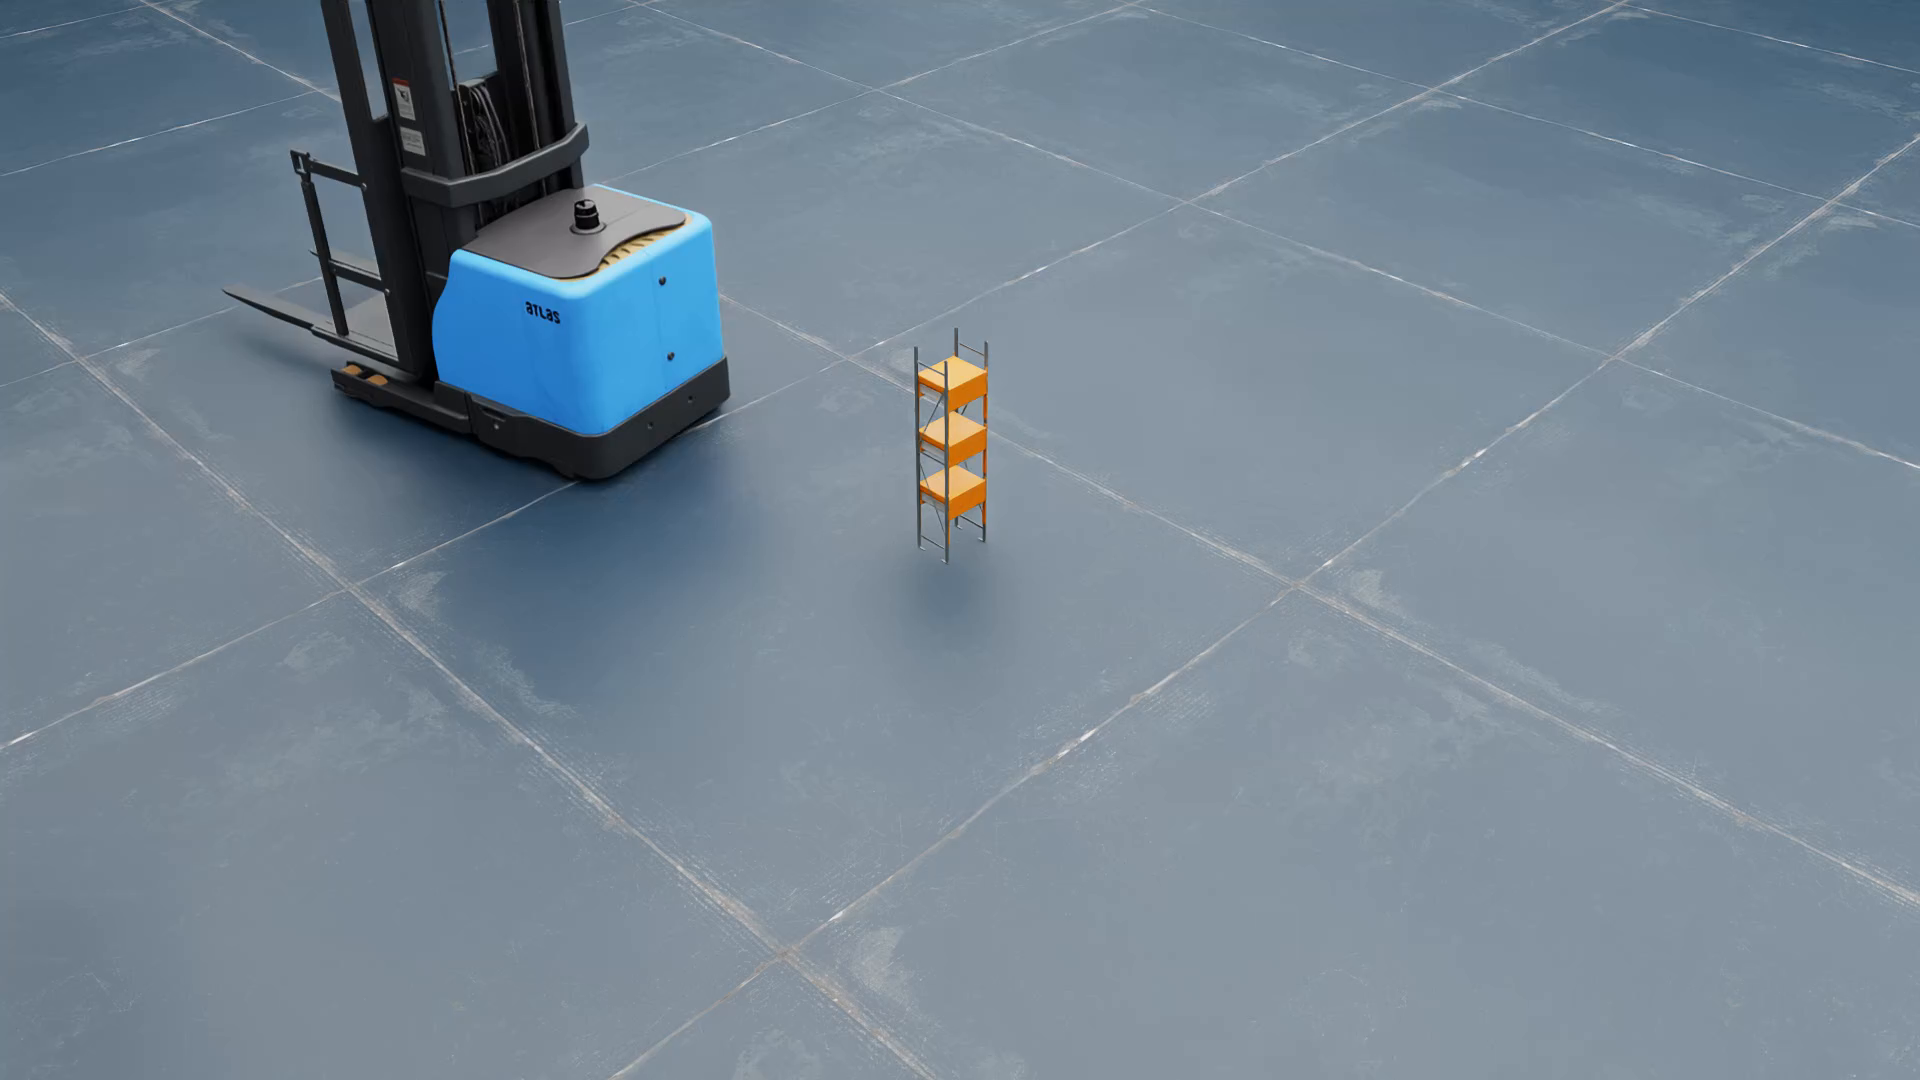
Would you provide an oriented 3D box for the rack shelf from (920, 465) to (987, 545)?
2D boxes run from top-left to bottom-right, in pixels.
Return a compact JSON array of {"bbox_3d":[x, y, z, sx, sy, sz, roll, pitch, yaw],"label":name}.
[{"bbox_3d":[-0.038,-0.172,7.584,0.215,0.259,0.240,30,45,35],"label":"rack shelf"}]

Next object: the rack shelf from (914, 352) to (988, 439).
[{"bbox_3d":[-0.038,-0.633,7.262,0.215,0.259,0.240,30,45,35],"label":"rack shelf"}]

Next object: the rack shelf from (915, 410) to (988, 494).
[{"bbox_3d":[-0.038,-0.400,7.425,0.215,0.259,0.240,30,45,35],"label":"rack shelf"}]

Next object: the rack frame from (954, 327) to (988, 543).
[{"bbox_3d":[0.048,-0.458,7.490,0.200,1.050,0.008,30,45,35],"label":"rack frame"}]

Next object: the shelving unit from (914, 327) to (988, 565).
[{"bbox_3d":[-0.038,-0.409,7.419,0.215,1.050,0.252,30,45,35],"label":"shelving unit"}]

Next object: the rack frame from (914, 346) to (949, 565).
[{"bbox_3d":[-0.124,-0.359,7.348,0.200,1.050,0.008,30,45,35],"label":"rack frame"}]

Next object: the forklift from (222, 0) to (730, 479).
[{"bbox_3d":[-2.721,-2.135,8.249,3.031,2.935,1.130,20,40,26],"label":"forklift"}]
